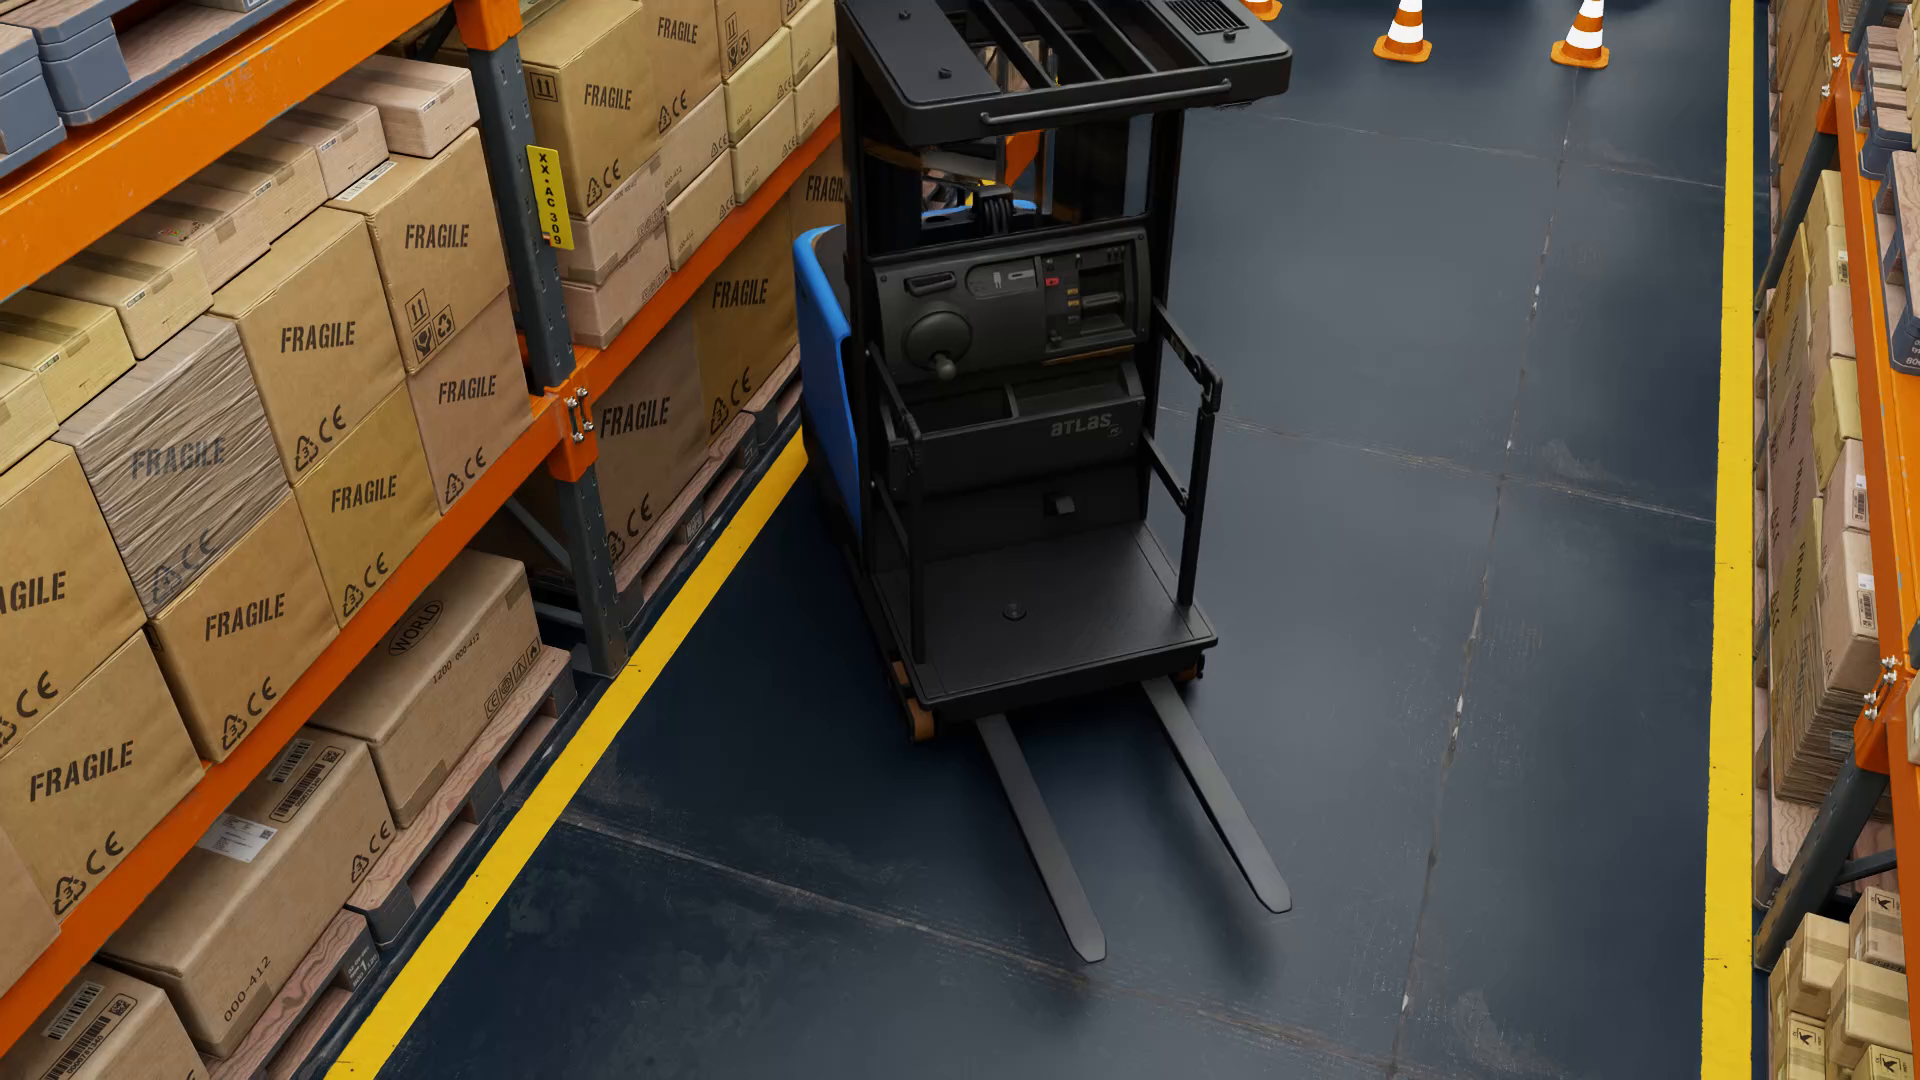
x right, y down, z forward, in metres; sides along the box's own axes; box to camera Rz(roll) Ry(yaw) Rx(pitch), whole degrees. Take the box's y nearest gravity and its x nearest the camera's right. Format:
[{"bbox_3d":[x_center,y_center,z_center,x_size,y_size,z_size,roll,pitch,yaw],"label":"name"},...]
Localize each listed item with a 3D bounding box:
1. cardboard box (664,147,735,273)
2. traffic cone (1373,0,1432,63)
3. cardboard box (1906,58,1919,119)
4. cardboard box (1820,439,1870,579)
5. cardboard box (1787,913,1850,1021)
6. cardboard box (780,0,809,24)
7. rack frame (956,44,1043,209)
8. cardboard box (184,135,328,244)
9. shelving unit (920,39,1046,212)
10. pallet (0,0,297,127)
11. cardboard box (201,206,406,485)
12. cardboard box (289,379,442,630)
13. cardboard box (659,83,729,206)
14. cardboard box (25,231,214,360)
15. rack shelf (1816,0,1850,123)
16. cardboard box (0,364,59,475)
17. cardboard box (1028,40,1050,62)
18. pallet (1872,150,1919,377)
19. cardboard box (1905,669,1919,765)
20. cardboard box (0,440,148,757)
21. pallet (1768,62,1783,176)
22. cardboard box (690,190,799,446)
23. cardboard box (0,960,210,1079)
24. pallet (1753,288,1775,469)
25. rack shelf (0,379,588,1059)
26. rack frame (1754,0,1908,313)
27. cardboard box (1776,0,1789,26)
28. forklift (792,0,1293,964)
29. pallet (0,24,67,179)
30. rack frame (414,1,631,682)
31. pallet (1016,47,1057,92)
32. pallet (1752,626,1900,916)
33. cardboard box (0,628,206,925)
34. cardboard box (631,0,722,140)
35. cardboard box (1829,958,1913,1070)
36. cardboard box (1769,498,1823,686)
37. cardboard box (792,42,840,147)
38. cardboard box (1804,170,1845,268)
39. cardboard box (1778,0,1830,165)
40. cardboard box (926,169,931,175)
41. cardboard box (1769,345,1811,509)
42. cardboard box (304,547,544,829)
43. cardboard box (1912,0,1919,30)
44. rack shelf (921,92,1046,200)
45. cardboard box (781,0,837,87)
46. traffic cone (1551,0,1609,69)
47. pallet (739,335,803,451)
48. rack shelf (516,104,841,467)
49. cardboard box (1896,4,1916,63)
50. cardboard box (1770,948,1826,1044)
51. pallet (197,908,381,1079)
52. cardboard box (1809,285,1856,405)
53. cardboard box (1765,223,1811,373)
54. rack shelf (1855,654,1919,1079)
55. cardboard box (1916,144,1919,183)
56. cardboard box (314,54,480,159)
[{"bbox_3d":[-1.151,-1.235,6.002,0.500,0.250,0.500,12,42,14],"label":"cardboard box"},{"bbox_3d":[2.743,-3.214,10.161,0.336,0.463,0.334,13,42,15],"label":"traffic cone"},{"bbox_3d":[3.803,-1.676,6.274,0.380,0.149,0.250,15,43,17],"label":"cardboard box"},{"bbox_3d":[3.167,-0.044,5.515,0.500,0.250,0.500,15,43,17],"label":"cardboard box"},{"bbox_3d":[2.537,1.233,4.638,0.380,0.149,0.250,15,43,17],"label":"cardboard box"},{"bbox_3d":[-0.812,-2.327,6.320,0.500,0.500,0.500,13,42,14],"label":"cardboard box"},{"bbox_3d":[0.172,-1.756,7.191,0.400,2.100,0.015,15,43,16],"label":"rack frame"},{"bbox_3d":[-1.818,-0.886,4.130,0.380,0.149,0.250,13,42,15],"label":"cardboard box"},{"bbox_3d":[0.082,-1.609,7.018,0.431,2.100,0.503,15,43,16],"label":"shelving unit"},{"bbox_3d":[-2.014,-1.377,3.810,1.003,0.211,1.213,13,42,15],"label":"pallet"},{"bbox_3d":[-1.808,-0.528,4.210,0.500,0.500,0.500,13,42,14],"label":"cardboard box"},{"bbox_3d":[-1.814,-0.149,4.537,0.500,0.500,0.500,12,42,14],"label":"cardboard box"},{"bbox_3d":[-1.157,-1.429,5.844,0.500,0.250,0.500,14,42,16],"label":"cardboard box"},{"bbox_3d":[-1.939,-0.567,3.756,0.380,0.149,0.250,13,42,15],"label":"cardboard box"},{"bbox_3d":[5.013,-3.115,8.644,1.077,0.370,4.000,13,42,15],"label":"rack shelf"},{"bbox_3d":[-2.098,-0.254,3.389,0.380,0.149,0.250,13,42,15],"label":"cardboard box"},{"bbox_3d":[0.090,-3.160,9.844,0.950,0.372,0.625,13,42,14],"label":"cardboard box"},{"bbox_3d":[3.691,-0.879,5.617,1.003,0.211,1.213,13,42,15],"label":"pallet"},{"bbox_3d":[2.557,0.467,4.085,0.380,0.149,0.250,15,43,17],"label":"cardboard box"},{"bbox_3d":[-2.152,0.089,3.487,0.500,0.500,0.500,13,42,15],"label":"cardboard box"},{"bbox_3d":[5.088,-2.314,9.299,1.003,0.211,1.213,13,42,15],"label":"pallet"},{"bbox_3d":[-1.286,-1.066,7.002,0.875,0.875,0.875,14,43,16],"label":"cardboard box"},{"bbox_3d":[-2.656,1.504,4.327,0.875,0.438,0.875,14,43,16],"label":"cardboard box"},{"bbox_3d":[4.061,-0.632,7.328,1.003,0.211,1.213,13,42,15],"label":"pallet"},{"bbox_3d":[-2.409,0.727,4.140,1.077,0.370,4.000,13,42,15],"label":"rack shelf"},{"bbox_3d":[4.329,-2.169,6.981,1.000,3.000,0.127,13,42,15],"label":"rack frame"},{"bbox_3d":[5.569,-3.514,9.967,1.050,0.750,0.750,13,42,15],"label":"cardboard box"},{"bbox_3d":[0.249,-0.691,5.302,1.130,2.935,3.031,-11,42,-13],"label":"forklift"},{"bbox_3d":[-2.433,-0.635,2.941,1.003,0.211,1.213,13,42,15],"label":"pallet"},{"bbox_3d":[-1.725,-0.766,5.337,1.000,3.000,0.127,13,42,15],"label":"rack frame"},{"bbox_3d":[-0.088,-2.621,9.660,1.003,0.211,1.213,13,42,15],"label":"pallet"},{"bbox_3d":[3.226,0.857,5.583,1.003,0.211,1.213,13,42,15],"label":"pallet"},{"bbox_3d":[-2.165,0.476,3.803,0.500,0.500,0.500,15,43,17],"label":"cardboard box"},{"bbox_3d":[-1.156,-1.705,5.590,0.500,0.500,0.500,13,42,15],"label":"cardboard box"},{"bbox_3d":[2.499,1.288,4.343,0.380,0.149,0.250,15,43,17],"label":"cardboard box"},{"bbox_3d":[3.154,0.242,5.758,0.500,0.500,0.500,12,42,14],"label":"cardboard box"},{"bbox_3d":[-0.781,-1.847,6.719,0.500,0.250,0.500,13,42,14],"label":"cardboard box"},{"bbox_3d":[3.866,-1.296,6.982,0.500,0.250,0.500,11,42,13],"label":"cardboard box"},{"bbox_3d":[4.918,-2.358,8.613,1.050,0.750,0.750,14,42,16],"label":"cardboard box"},{"bbox_3d":[-0.671,-2.154,8.277,0.875,0.875,0.875,13,42,15],"label":"cardboard box"},{"bbox_3d":[3.508,-0.381,6.488,0.500,0.500,0.500,12,42,14],"label":"cardboard box"},{"bbox_3d":[-2.040,0.408,5.611,0.875,0.438,0.875,13,42,14],"label":"cardboard box"},{"bbox_3d":[3.975,-2.096,6.536,0.380,0.149,0.250,15,43,17],"label":"cardboard box"},{"bbox_3d":[0.082,-1.599,7.027,0.431,0.518,0.480,15,43,16],"label":"rack shelf"},{"bbox_3d":[-0.789,-2.040,6.560,0.500,0.250,0.500,12,42,14],"label":"cardboard box"},{"bbox_3d":[3.819,-3.160,10.098,0.336,0.463,0.334,13,42,15],"label":"traffic cone"},{"bbox_3d":[-1.116,-0.939,7.688,1.003,0.211,1.213,13,42,15],"label":"pallet"},{"bbox_3d":[-1.041,-1.712,7.000,1.077,0.370,4.000,13,42,15],"label":"rack shelf"},{"bbox_3d":[3.987,-2.005,6.659,0.380,0.149,0.250,13,42,14],"label":"cardboard box"},{"bbox_3d":[2.535,1.347,4.734,0.380,0.149,0.250,12,42,13],"label":"cardboard box"},{"bbox_3d":[-2.474,1.488,4.843,1.003,0.211,1.213,13,42,15],"label":"pallet"},{"bbox_3d":[3.511,-0.688,6.270,0.500,0.250,0.500,14,42,15],"label":"cardboard box"},{"bbox_3d":[3.848,-1.003,7.217,0.500,0.500,0.500,12,42,13],"label":"cardboard box"},{"bbox_3d":[2.277,1.765,2.925,1.077,0.370,4.000,13,42,15],"label":"rack shelf"},{"bbox_3d":[3.623,-1.349,5.890,0.380,0.149,0.250,15,43,16],"label":"cardboard box"},{"bbox_3d":[-1.531,-1.173,4.466,0.380,0.149,0.250,12,42,14],"label":"cardboard box"}]
